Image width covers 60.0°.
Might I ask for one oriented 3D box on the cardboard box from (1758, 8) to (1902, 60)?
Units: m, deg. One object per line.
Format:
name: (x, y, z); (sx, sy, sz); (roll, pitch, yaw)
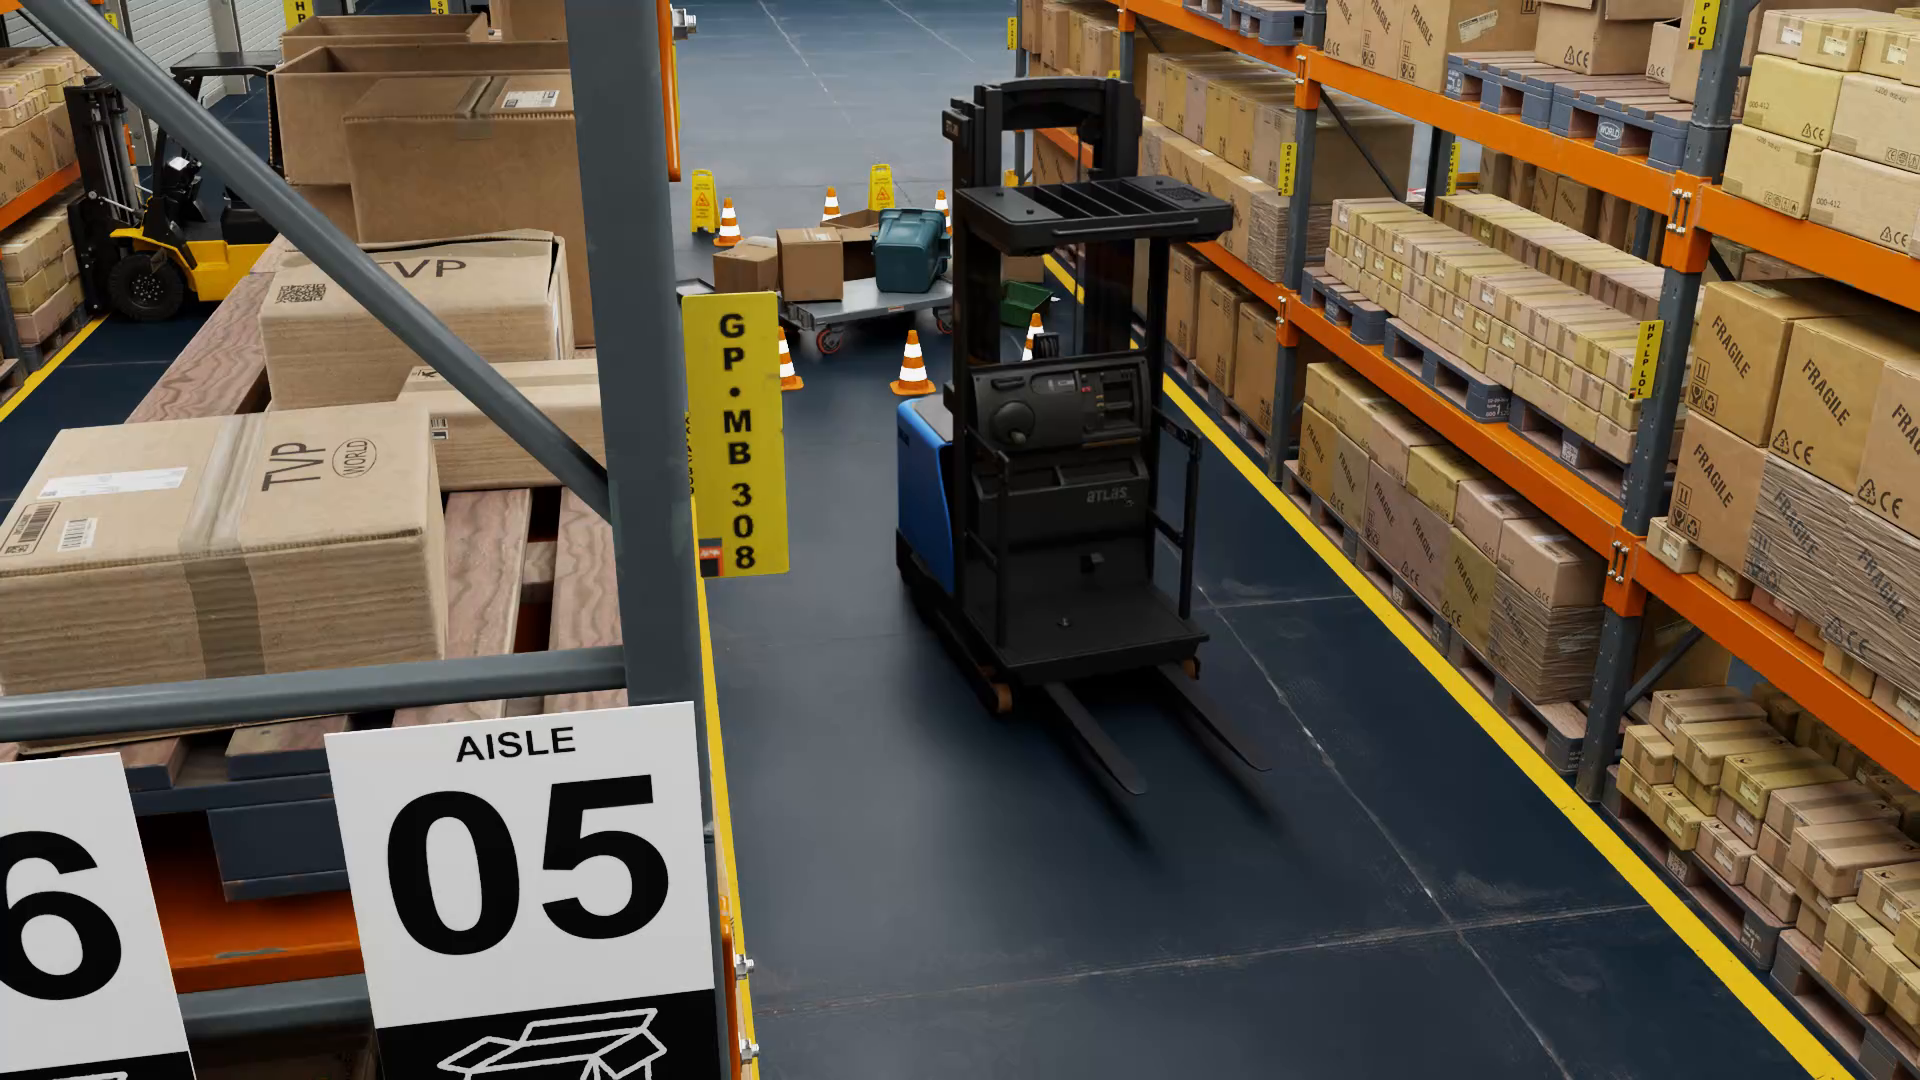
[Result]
cardboard box: (3.133, -1.824, 5.996); (0.380, 0.149, 0.250); (-5, 24, -11)

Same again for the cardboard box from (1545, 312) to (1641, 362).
cardboard box: (2.955, -0.940, 7.699); (0.380, 0.149, 0.250); (-5, 24, -11)

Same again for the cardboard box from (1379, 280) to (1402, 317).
cardboard box: (2.613, -1.381, 9.453); (0.380, 0.149, 0.250); (-3, 24, -7)

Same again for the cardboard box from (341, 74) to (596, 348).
cardboard box: (-1.015, -0.722, 3.633); (0.500, 0.500, 0.500); (-4, 24, -9)

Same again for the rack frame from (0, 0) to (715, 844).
rack frame: (-0.789, -1.009, 1.316); (1.000, 3.000, 0.127); (-4, 24, -10)

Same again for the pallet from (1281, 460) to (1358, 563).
pallet: (2.720, -0.227, 10.506); (1.003, 0.211, 1.213); (-4, 24, -10)

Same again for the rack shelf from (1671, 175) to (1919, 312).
rack shelf: (3.687, -0.497, 4.791); (1.077, 0.370, 4.000); (-4, 24, -10)

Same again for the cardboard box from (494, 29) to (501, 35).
cardboard box: (-2.587, -2.871, 9.642); (0.380, 0.149, 0.250); (-4, 24, -10)

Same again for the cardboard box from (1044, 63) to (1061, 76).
cardboard box: (1.314, -4.441, 16.483); (0.875, 0.550, 0.550); (-4, 24, -10)

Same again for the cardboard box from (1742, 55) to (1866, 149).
cardboard box: (3.170, -1.567, 5.905); (0.500, 0.250, 0.500); (-4, 24, -8)

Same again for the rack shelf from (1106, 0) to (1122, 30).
rack shelf: (1.468, -5.217, 15.599); (1.077, 0.370, 4.000); (-4, 24, -10)

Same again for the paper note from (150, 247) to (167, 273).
paper note: (-1.750, -0.611, 3.625); (0.006, 0.032, 0.123); (-4, 24, -10)

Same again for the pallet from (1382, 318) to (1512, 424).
pallet: (2.984, -0.949, 8.914); (1.003, 0.211, 1.213); (-4, 24, -10)

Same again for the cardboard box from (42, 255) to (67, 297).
cardboard box: (-7.767, -2.183, 13.787); (0.500, 0.250, 0.500); (-4, 24, -10)

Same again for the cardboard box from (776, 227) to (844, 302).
cardboard box: (-1.265, -2.324, 14.001); (0.500, 0.500, 0.500); (-4, 24, -10)

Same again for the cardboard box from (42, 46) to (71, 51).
cardboard box: (-8.352, -4.538, 15.586); (0.380, 0.149, 0.250); (-4, 24, -10)

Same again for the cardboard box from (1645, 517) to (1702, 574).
cardboard box: (3.048, 0.012, 6.789); (0.380, 0.149, 0.250); (-3, 24, -8)

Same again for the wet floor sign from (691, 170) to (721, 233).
wet floor sign: (-2.732, -3.628, 17.750); (0.267, 0.644, 0.232); (4, 24, 9)

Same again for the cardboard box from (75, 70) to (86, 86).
cardboard box: (-8.222, -4.206, 15.198); (0.380, 0.149, 0.250); (-4, 24, -9)

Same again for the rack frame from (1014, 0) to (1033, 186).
rack frame: (1.098, -4.959, 17.856); (1.000, 3.000, 0.127); (-4, 24, -10)

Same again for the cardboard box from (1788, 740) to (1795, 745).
cardboard box: (3.688, 0.839, 7.246); (0.380, 0.149, 0.250); (-4, 24, -9)

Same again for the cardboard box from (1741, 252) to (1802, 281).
cardboard box: (6.997, -2.117, 13.922); (0.700, 0.500, 0.500); (-6, 24, -14)

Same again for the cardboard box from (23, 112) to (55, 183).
cardboard box: (-7.919, -3.253, 13.826); (0.500, 0.500, 0.500); (-5, 24, -10)

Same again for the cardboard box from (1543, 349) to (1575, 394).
cardboard box: (2.956, -0.796, 7.742); (0.380, 0.149, 0.250); (-3, 24, -7)

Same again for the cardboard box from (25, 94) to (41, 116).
cardboard box: (-7.895, -3.604, 13.819); (0.380, 0.149, 0.250); (-5, 24, -11)

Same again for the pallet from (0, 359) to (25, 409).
pallet: (-7.711, -1.046, 12.381); (1.003, 0.211, 1.213); (-4, 24, -10)

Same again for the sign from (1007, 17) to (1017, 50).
sign: (0.551, -5.353, 17.579); (0.100, 0.325, 0.005); (-4, 24, -10)

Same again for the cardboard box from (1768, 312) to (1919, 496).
cardboard box: (3.272, -0.481, 5.857); (0.500, 0.500, 0.500); (-5, 24, -11)

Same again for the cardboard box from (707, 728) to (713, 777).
cardboard box: (-0.803, 0.622, 3.704); (0.500, 0.500, 0.500); (-4, 24, -10)

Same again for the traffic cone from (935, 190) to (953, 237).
traffic cone: (-0.199, -3.482, 17.645); (0.336, 0.463, 0.334); (-4, 24, -10)

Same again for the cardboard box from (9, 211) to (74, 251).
cardboard box: (-7.855, -2.611, 14.143); (0.500, 0.250, 0.500); (-3, 24, -8)

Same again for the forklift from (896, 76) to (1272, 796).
forklift: (0.583, -0.656, 8.090); (1.130, 2.935, 3.031); (-8, 25, -17)

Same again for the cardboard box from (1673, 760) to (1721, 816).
cardboard box: (3.205, 0.998, 6.883); (0.380, 0.149, 0.250); (-4, 24, -9)

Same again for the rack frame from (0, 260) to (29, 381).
rack frame: (-7.886, -2.611, 12.480); (1.000, 3.000, 0.127); (-4, 24, -10)

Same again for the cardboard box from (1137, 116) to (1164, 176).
cardboard box: (1.670, -3.205, 13.715); (0.500, 0.500, 0.500); (-4, 24, -9)

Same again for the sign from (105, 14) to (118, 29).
sign: (-8.090, -4.858, 15.882); (0.100, 0.325, 0.005); (-4, 24, -10)

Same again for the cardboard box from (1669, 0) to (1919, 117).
cardboard box: (3.355, -2.009, 6.704); (0.700, 0.500, 0.500); (-4, 24, -10)

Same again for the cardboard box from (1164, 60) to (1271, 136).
cardboard box: (2.032, -3.492, 13.125); (0.700, 0.500, 0.500); (-5, 24, -11)

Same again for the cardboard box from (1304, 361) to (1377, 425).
cardboard box: (2.467, -0.914, 10.256); (0.500, 0.250, 0.500); (-5, 24, -12)

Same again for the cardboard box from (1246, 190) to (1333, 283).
cardboard box: (2.230, -2.015, 10.992); (0.500, 0.500, 0.500); (-4, 24, -10)

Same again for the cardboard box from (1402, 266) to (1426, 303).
cardboard box: (2.666, -1.412, 9.153); (0.380, 0.149, 0.250); (-4, 24, -10)

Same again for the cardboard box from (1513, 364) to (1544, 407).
cardboard box: (2.910, -0.757, 8.024); (0.380, 0.149, 0.250); (-6, 24, -12)

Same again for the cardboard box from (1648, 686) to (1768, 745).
cardboard box: (3.177, 0.753, 7.071); (0.380, 0.149, 0.250); (-3, 24, -8)

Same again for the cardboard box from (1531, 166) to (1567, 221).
cardboard box: (6.331, -3.606, 17.357); (0.500, 0.500, 0.500); (-2, 24, -5)

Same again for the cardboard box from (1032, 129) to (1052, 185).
cardboard box: (1.288, -3.916, 17.598); (0.875, 0.875, 0.875); (-4, 24, -9)

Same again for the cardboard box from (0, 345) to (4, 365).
cardboard box: (-7.778, -1.510, 12.403); (0.875, 0.625, 0.625); (-3, 24, -7)

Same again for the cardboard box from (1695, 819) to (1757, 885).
cardboard box: (3.215, 1.241, 6.698); (0.380, 0.149, 0.250); (-4, 24, -10)

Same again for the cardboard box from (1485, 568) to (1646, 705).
cardboard box: (2.933, 0.442, 8.089); (0.500, 0.500, 0.500); (-5, 24, -11)

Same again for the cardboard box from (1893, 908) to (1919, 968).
cardboard box: (3.441, 1.370, 5.659); (0.380, 0.149, 0.250); (-4, 24, -9)

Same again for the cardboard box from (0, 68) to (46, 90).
cardboard box: (-8.063, -3.935, 14.205); (0.380, 0.149, 0.250); (-4, 24, -9)

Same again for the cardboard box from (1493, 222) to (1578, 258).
cardboard box: (3.264, -1.697, 9.433); (0.380, 0.149, 0.250); (-4, 24, -8)

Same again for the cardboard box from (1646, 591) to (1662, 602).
cardboard box: (3.440, 0.060, 8.025); (0.500, 0.250, 0.500); (-5, 24, -12)

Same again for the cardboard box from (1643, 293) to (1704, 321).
cardboard box: (3.550, -1.086, 8.035); (0.380, 0.149, 0.250); (-5, 24, -10)

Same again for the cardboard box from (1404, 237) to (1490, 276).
cardboard box: (2.666, -1.553, 9.104); (0.380, 0.149, 0.250); (-3, 24, -7)

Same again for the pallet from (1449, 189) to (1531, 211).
pallet: (6.121, -3.656, 18.358); (1.003, 0.211, 1.213); (-4, 24, -10)

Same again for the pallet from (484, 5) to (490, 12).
pallet: (-2.999, -4.017, 12.187); (1.213, 0.211, 1.003); (-4, 24, -10)

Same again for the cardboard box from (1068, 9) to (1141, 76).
cardboard box: (1.517, -4.735, 15.807); (0.875, 0.550, 0.500); (-4, 24, -10)
